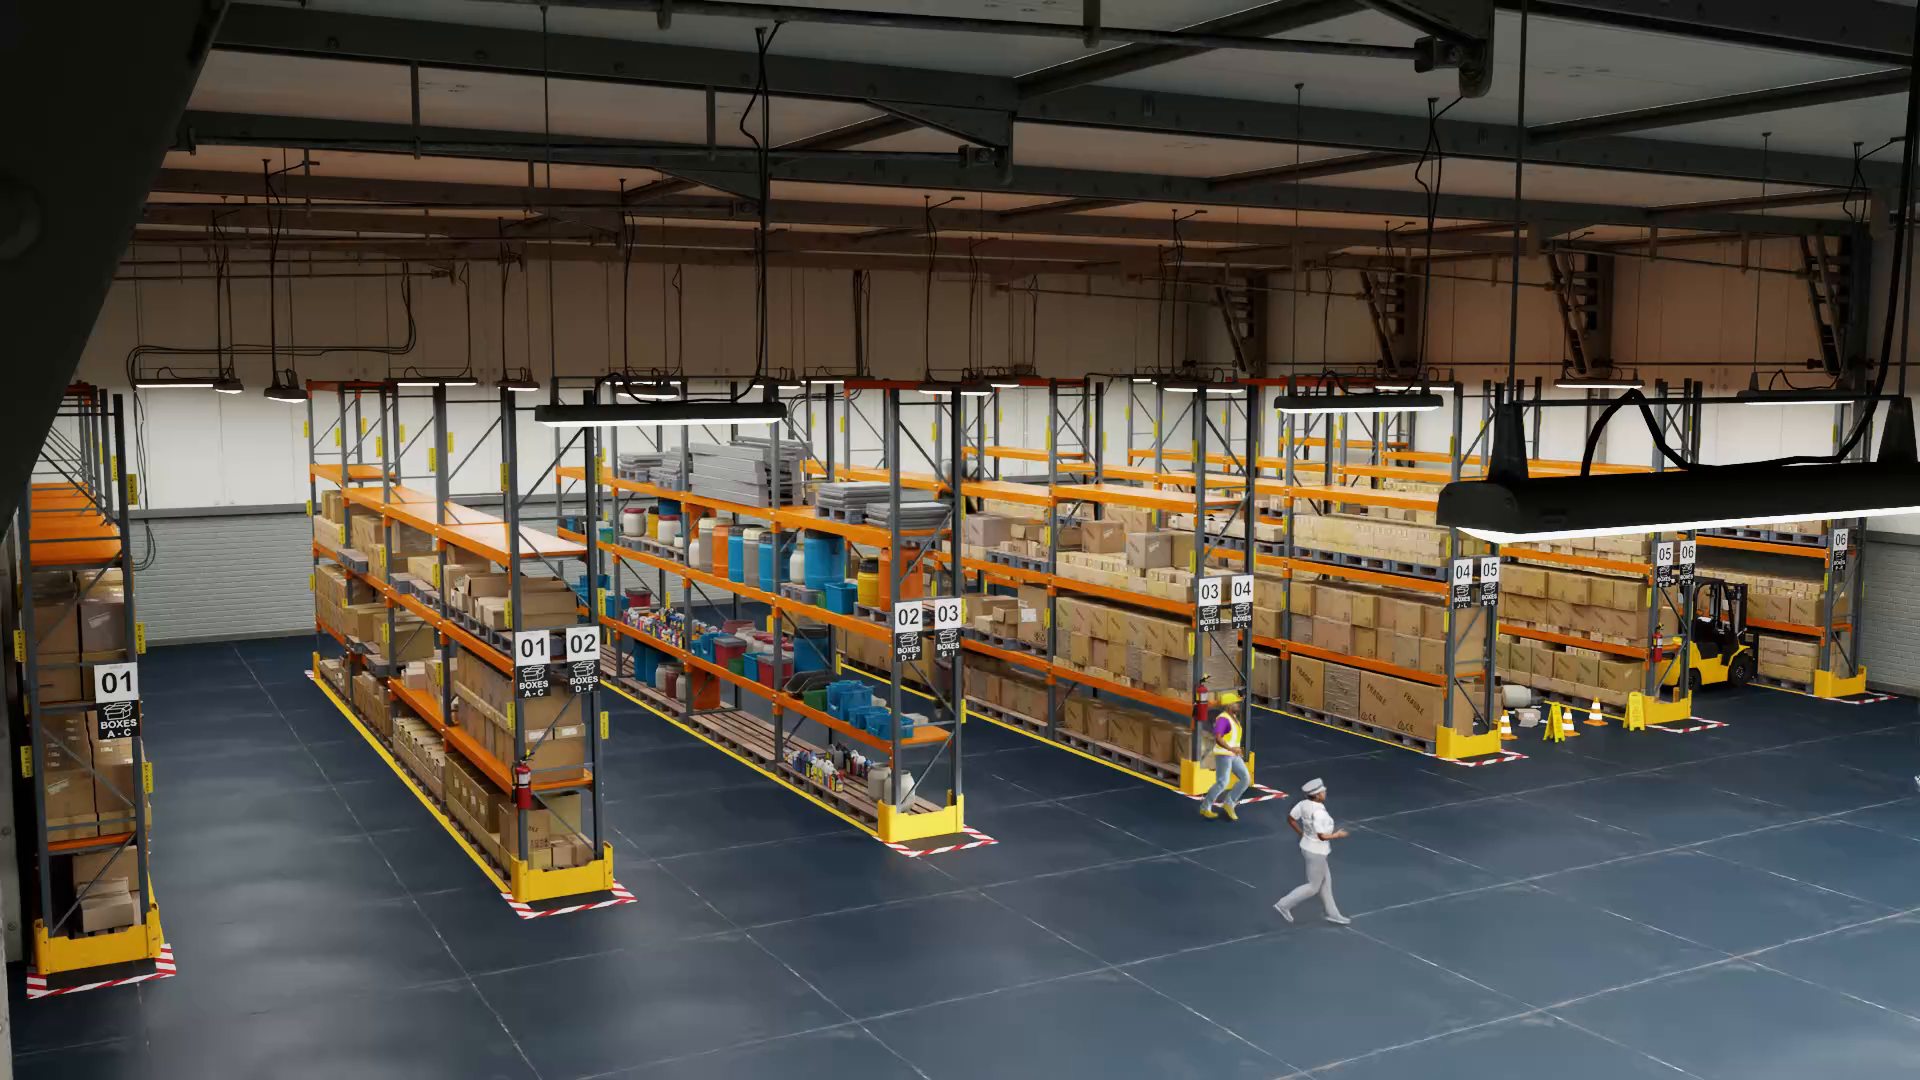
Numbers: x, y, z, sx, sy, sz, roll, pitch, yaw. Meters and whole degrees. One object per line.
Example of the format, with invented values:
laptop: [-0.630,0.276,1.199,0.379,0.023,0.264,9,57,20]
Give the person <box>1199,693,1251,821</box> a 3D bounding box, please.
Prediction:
person: [3.743,3.016,23.194,0.653,1.758,0.765,3,7,30]

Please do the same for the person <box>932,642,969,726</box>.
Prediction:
person: [-0.171,2.370,29.114,0.709,1.737,0.757,-5,8,-39]

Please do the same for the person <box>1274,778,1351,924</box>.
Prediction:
person: [3.957,3.501,18.598,0.923,1.694,0.579,-1,6,-8]
